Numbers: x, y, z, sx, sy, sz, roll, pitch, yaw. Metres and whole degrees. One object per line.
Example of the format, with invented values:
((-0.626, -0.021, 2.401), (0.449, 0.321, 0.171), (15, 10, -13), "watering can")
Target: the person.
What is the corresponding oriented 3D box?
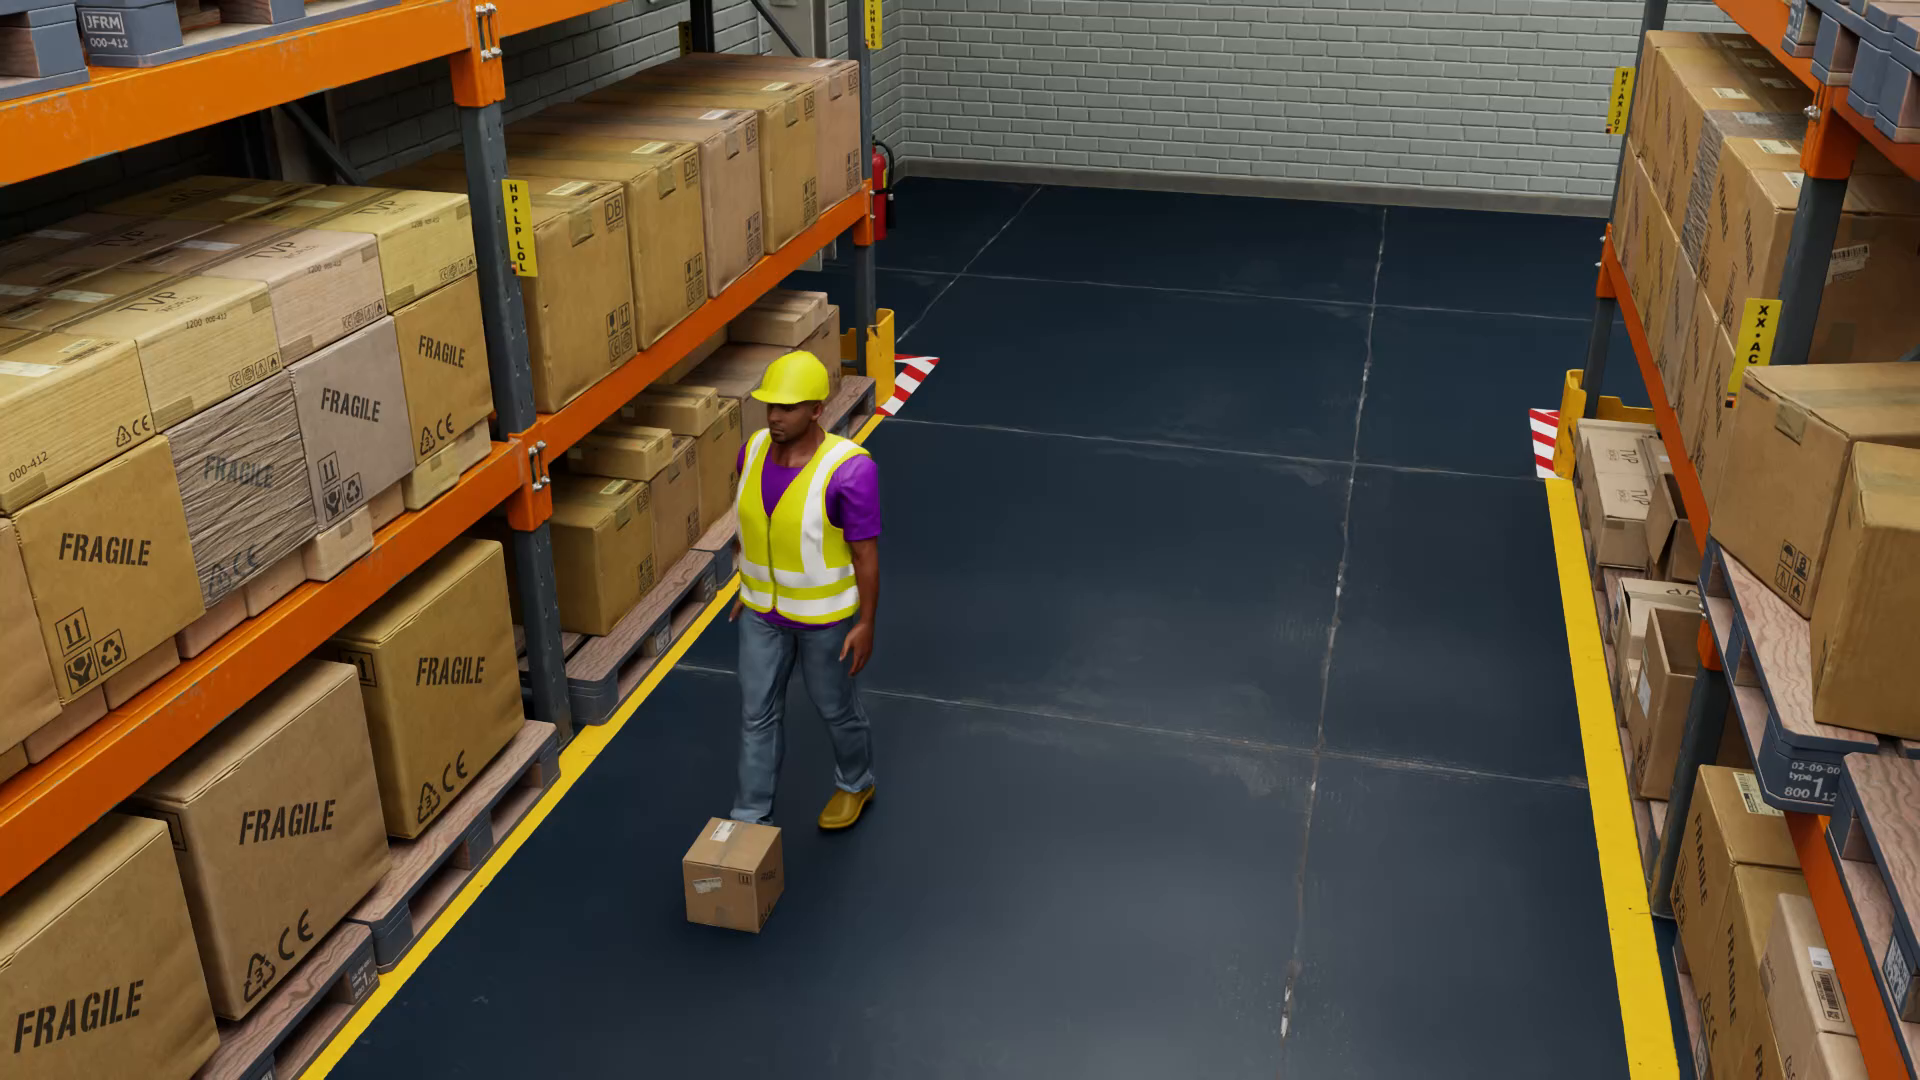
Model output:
((-0.575, 0.256, 5.528), (0.585, 1.763, 0.732), (13, 28, 25), "person")
